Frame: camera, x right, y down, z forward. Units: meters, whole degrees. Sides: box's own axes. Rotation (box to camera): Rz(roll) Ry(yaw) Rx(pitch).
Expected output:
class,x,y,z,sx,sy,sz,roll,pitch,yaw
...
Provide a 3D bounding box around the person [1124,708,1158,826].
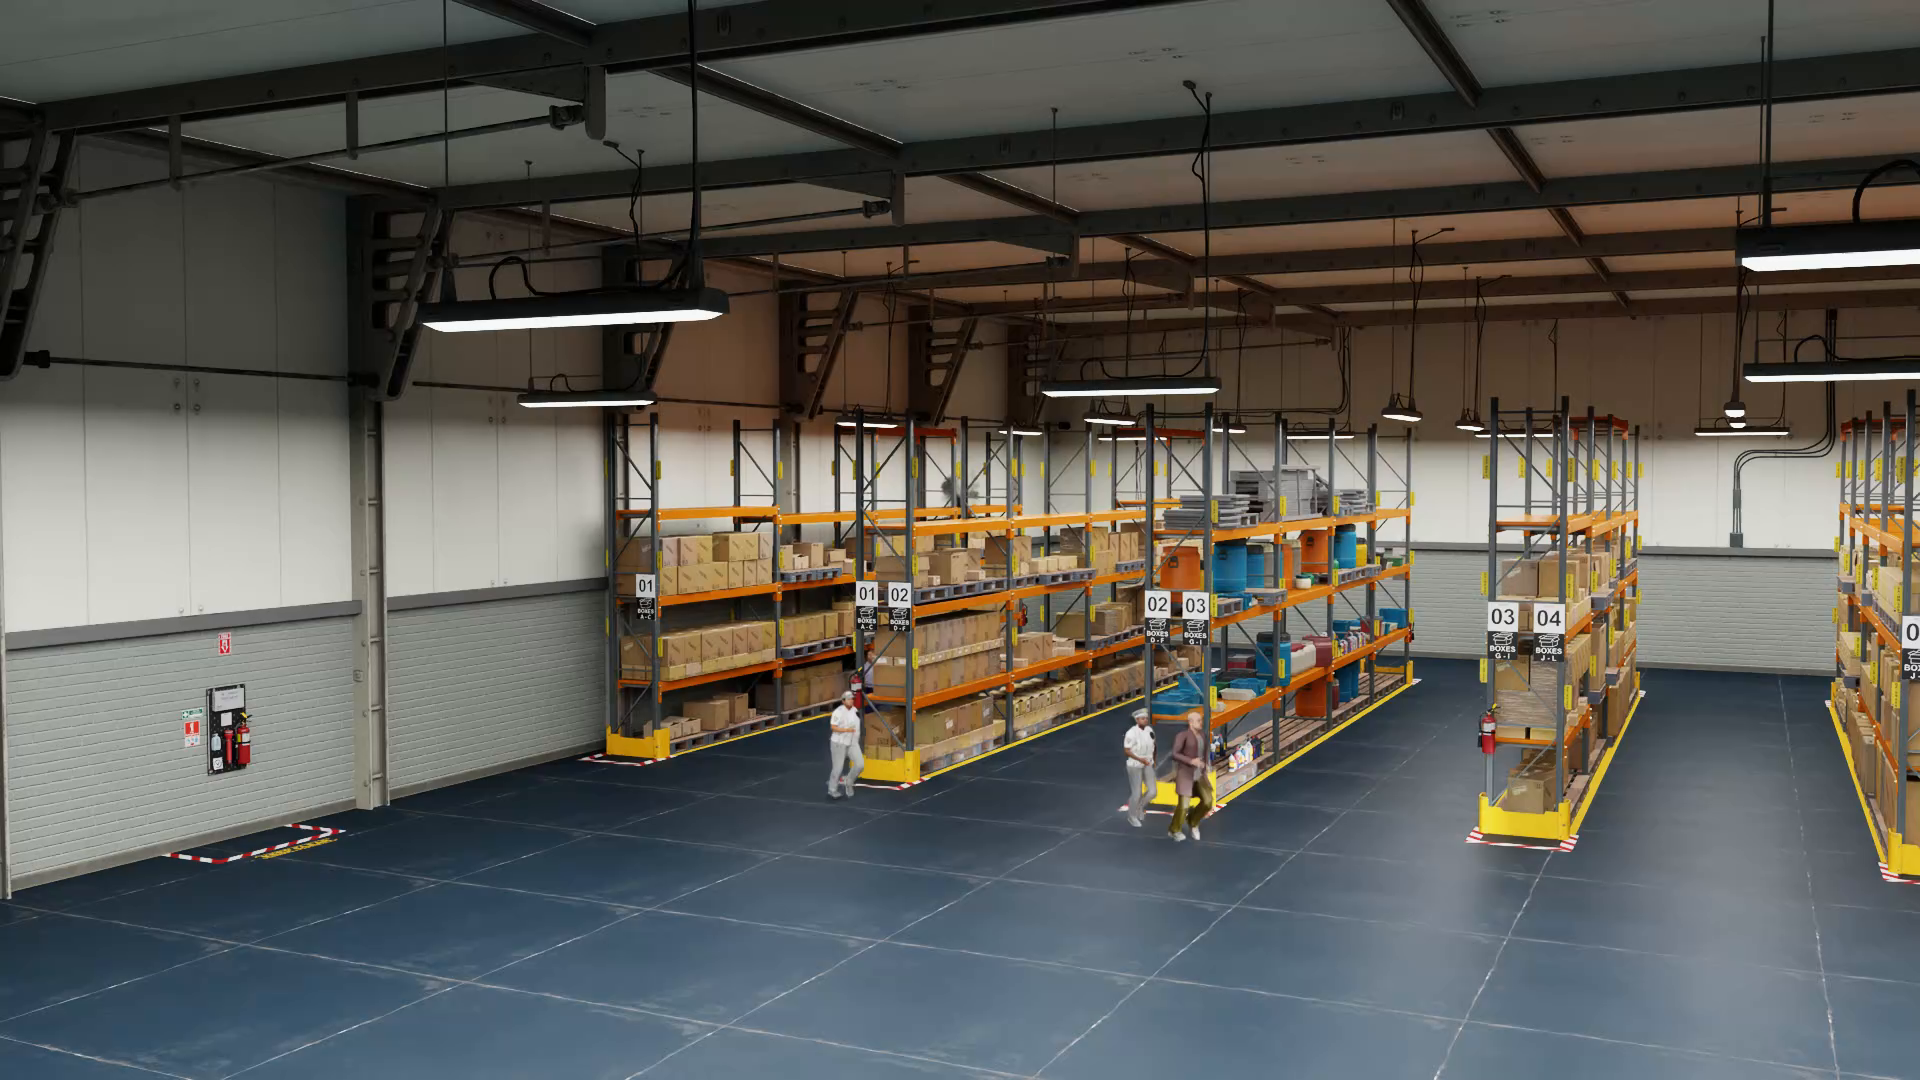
class,x,y,z,sx,sy,sz,roll,pitch,yaw
person,2.593,3.189,23.369,0.607,1.671,0.568,-1,3,-26

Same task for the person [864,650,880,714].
class,x,y,z,sx,sy,sz,roll,pitch,yaw
person,-1.639,2.882,31.032,0.578,1.666,0.688,1,3,19

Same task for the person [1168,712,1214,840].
class,x,y,z,sx,sy,sz,roll,pitch,yaw
person,3.166,3.192,22.403,0.715,1.735,0.717,-1,3,-27

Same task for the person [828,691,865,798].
class,x,y,z,sx,sy,sz,roll,pitch,yaw
person,-1.694,3.119,25.350,0.633,1.643,0.657,-2,3,-35
